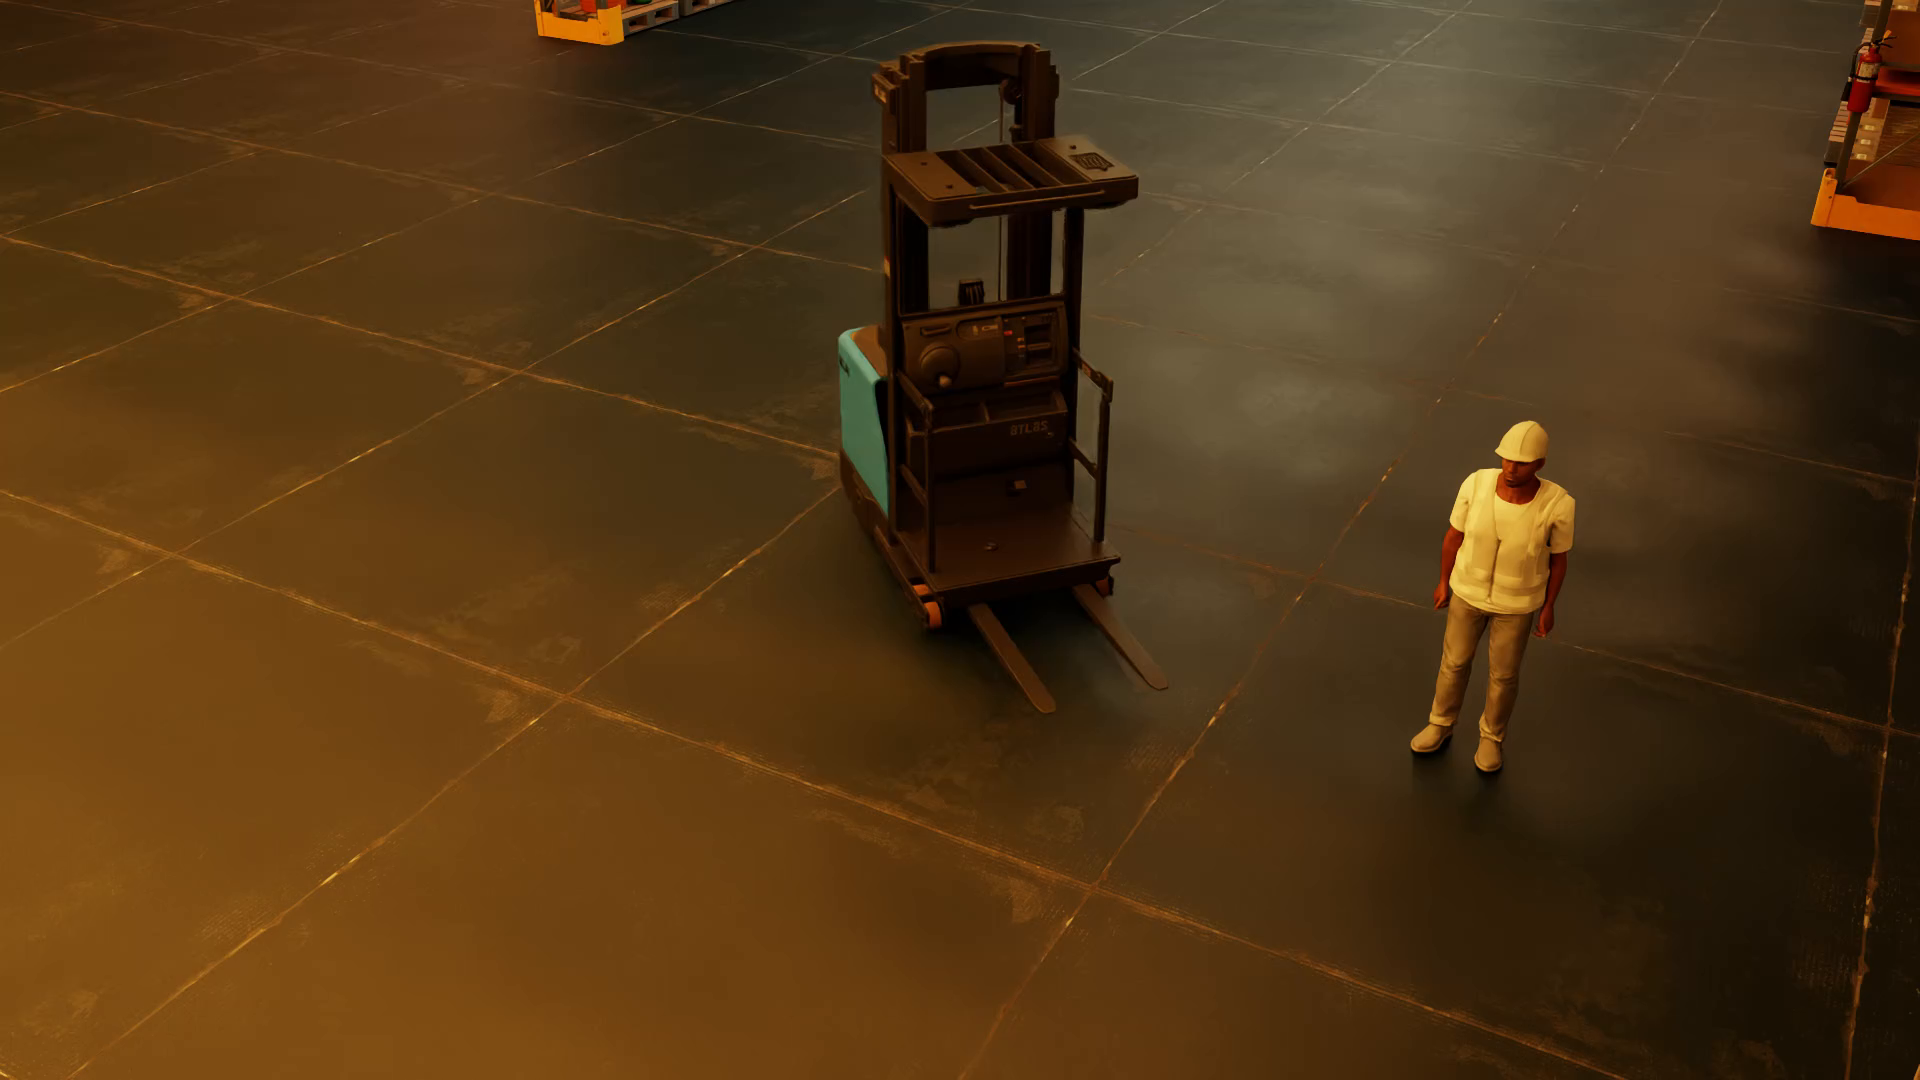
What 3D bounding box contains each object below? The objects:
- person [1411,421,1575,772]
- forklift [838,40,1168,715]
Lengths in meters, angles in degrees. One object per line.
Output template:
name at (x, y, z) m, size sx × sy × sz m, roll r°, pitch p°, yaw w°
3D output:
person at (2.499, 0.266, 7.773) m, size 0.564 × 1.771 × 0.370 m, roll 16°, pitch 34°, yaw 25°
forklift at (0.217, -0.999, 8.801) m, size 1.130 × 2.935 × 3.031 m, roll -10°, pitch 31°, yaw -17°
